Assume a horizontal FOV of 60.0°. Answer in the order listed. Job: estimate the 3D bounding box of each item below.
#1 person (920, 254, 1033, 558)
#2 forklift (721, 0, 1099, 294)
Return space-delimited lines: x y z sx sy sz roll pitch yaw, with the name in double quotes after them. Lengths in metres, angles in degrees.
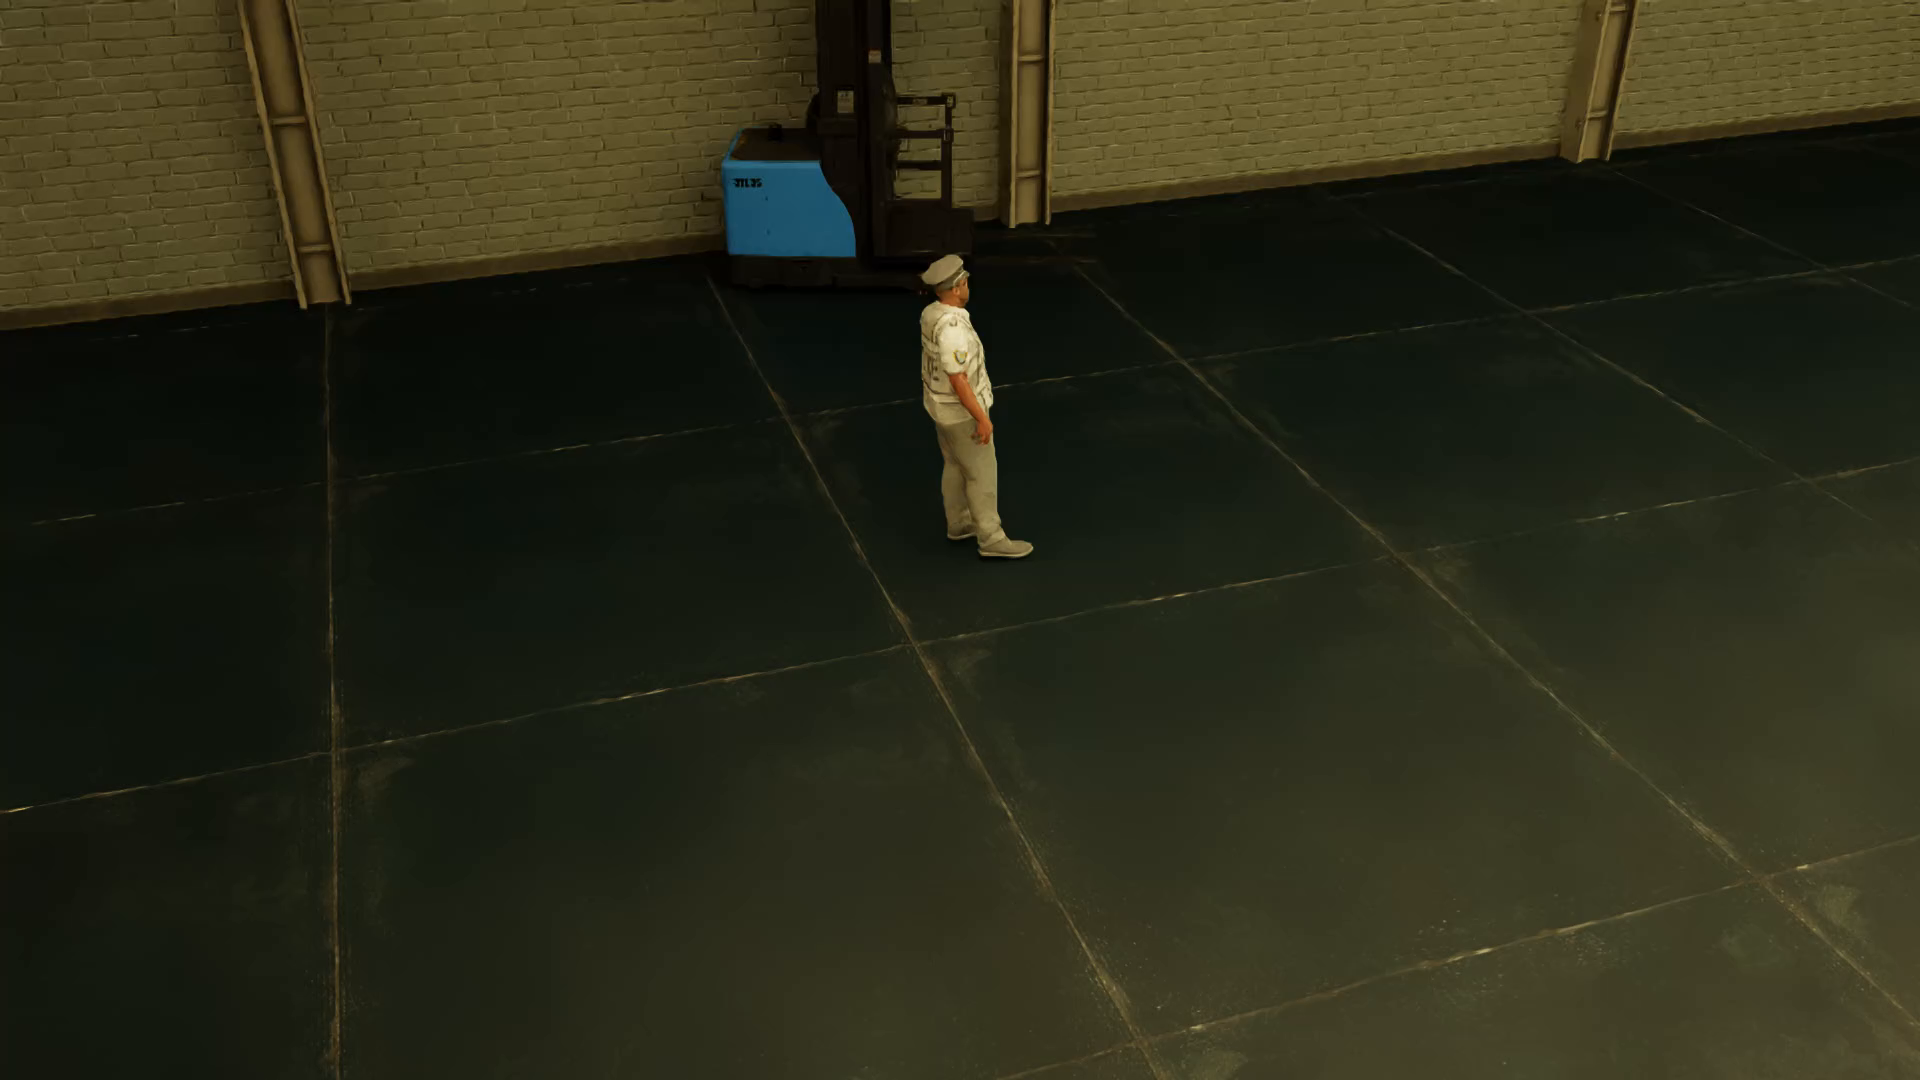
0.078 -0.786 9.589 0.574 1.781 0.640 -10 31 -16 "person"
-0.373 -3.530 13.223 3.031 2.935 1.130 1 30 1 "forklift"
